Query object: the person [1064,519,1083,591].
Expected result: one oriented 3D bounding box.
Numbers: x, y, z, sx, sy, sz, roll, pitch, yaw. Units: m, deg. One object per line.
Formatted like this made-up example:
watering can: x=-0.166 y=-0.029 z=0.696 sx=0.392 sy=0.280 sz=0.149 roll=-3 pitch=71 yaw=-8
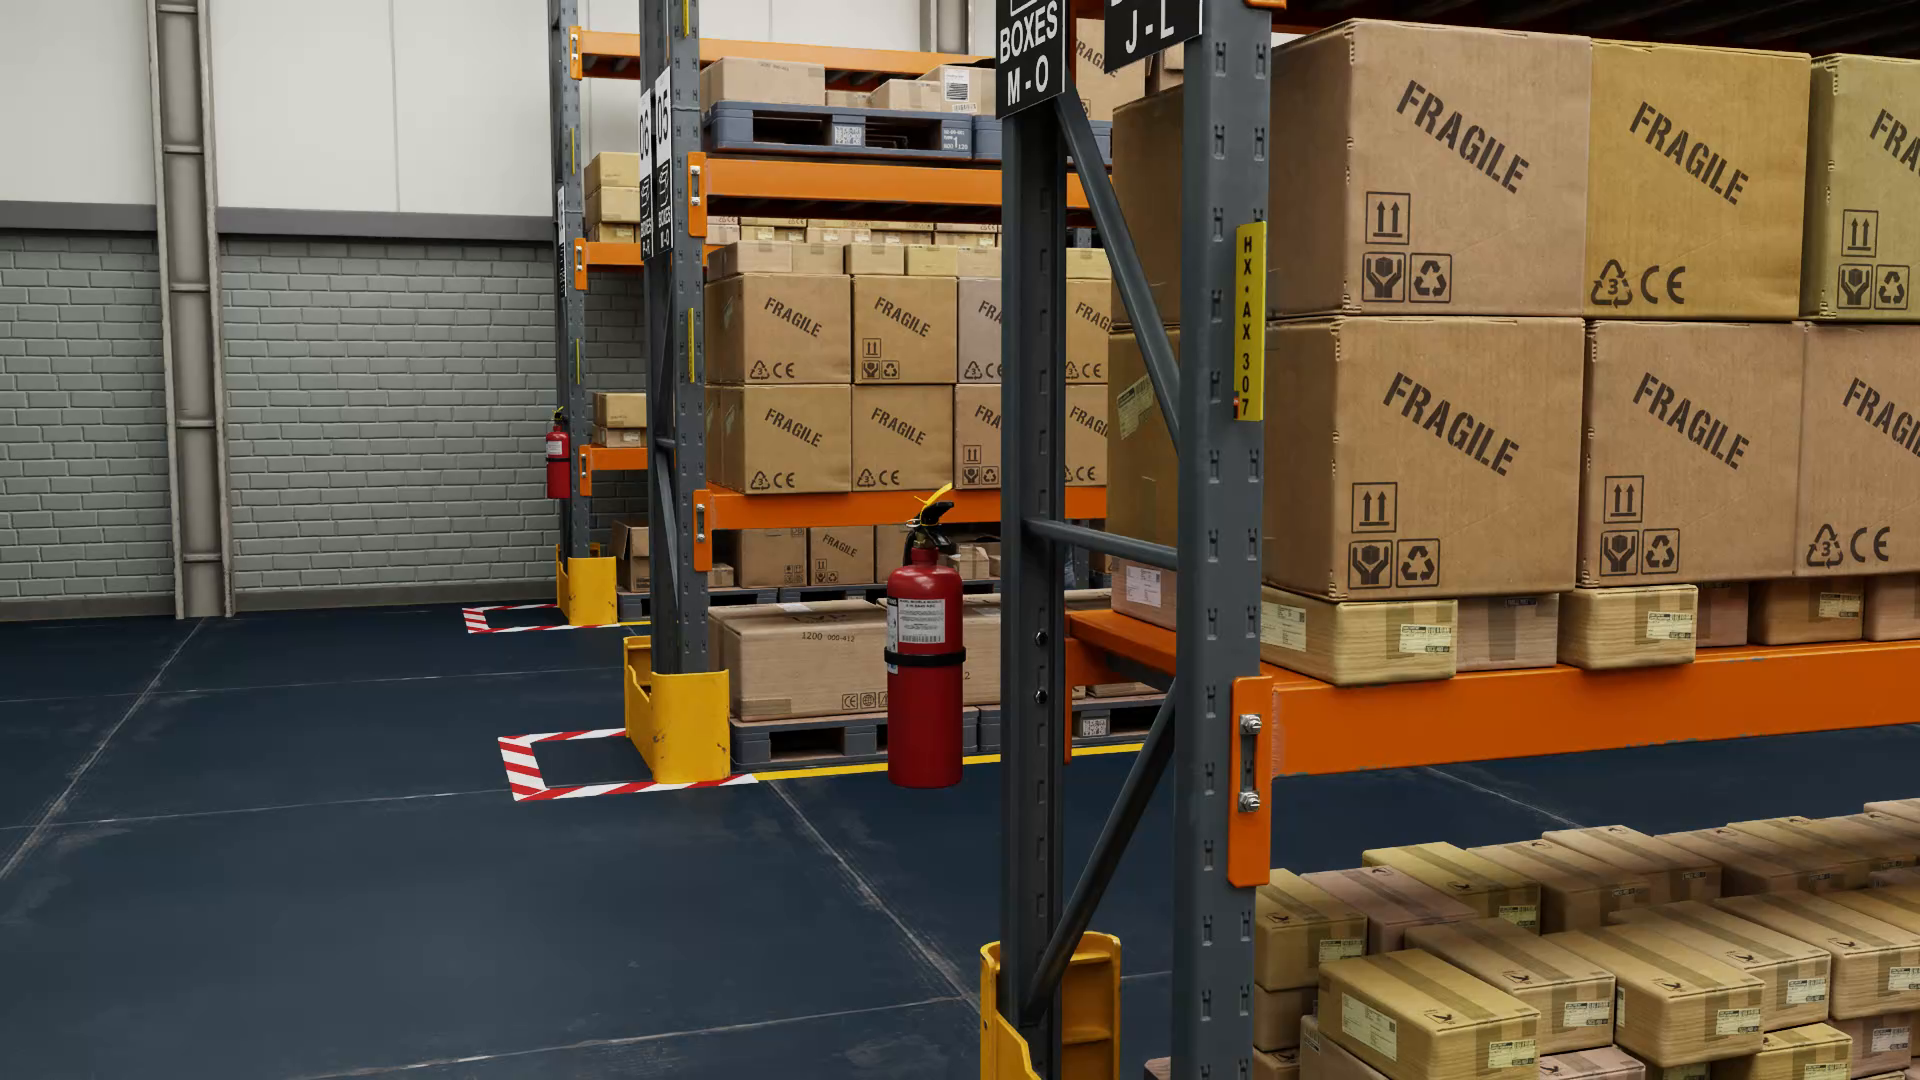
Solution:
person: x=0.600 y=-0.207 z=11.814 sx=0.626 sy=1.761 sz=0.457 roll=-2 pitch=6 yaw=-19
